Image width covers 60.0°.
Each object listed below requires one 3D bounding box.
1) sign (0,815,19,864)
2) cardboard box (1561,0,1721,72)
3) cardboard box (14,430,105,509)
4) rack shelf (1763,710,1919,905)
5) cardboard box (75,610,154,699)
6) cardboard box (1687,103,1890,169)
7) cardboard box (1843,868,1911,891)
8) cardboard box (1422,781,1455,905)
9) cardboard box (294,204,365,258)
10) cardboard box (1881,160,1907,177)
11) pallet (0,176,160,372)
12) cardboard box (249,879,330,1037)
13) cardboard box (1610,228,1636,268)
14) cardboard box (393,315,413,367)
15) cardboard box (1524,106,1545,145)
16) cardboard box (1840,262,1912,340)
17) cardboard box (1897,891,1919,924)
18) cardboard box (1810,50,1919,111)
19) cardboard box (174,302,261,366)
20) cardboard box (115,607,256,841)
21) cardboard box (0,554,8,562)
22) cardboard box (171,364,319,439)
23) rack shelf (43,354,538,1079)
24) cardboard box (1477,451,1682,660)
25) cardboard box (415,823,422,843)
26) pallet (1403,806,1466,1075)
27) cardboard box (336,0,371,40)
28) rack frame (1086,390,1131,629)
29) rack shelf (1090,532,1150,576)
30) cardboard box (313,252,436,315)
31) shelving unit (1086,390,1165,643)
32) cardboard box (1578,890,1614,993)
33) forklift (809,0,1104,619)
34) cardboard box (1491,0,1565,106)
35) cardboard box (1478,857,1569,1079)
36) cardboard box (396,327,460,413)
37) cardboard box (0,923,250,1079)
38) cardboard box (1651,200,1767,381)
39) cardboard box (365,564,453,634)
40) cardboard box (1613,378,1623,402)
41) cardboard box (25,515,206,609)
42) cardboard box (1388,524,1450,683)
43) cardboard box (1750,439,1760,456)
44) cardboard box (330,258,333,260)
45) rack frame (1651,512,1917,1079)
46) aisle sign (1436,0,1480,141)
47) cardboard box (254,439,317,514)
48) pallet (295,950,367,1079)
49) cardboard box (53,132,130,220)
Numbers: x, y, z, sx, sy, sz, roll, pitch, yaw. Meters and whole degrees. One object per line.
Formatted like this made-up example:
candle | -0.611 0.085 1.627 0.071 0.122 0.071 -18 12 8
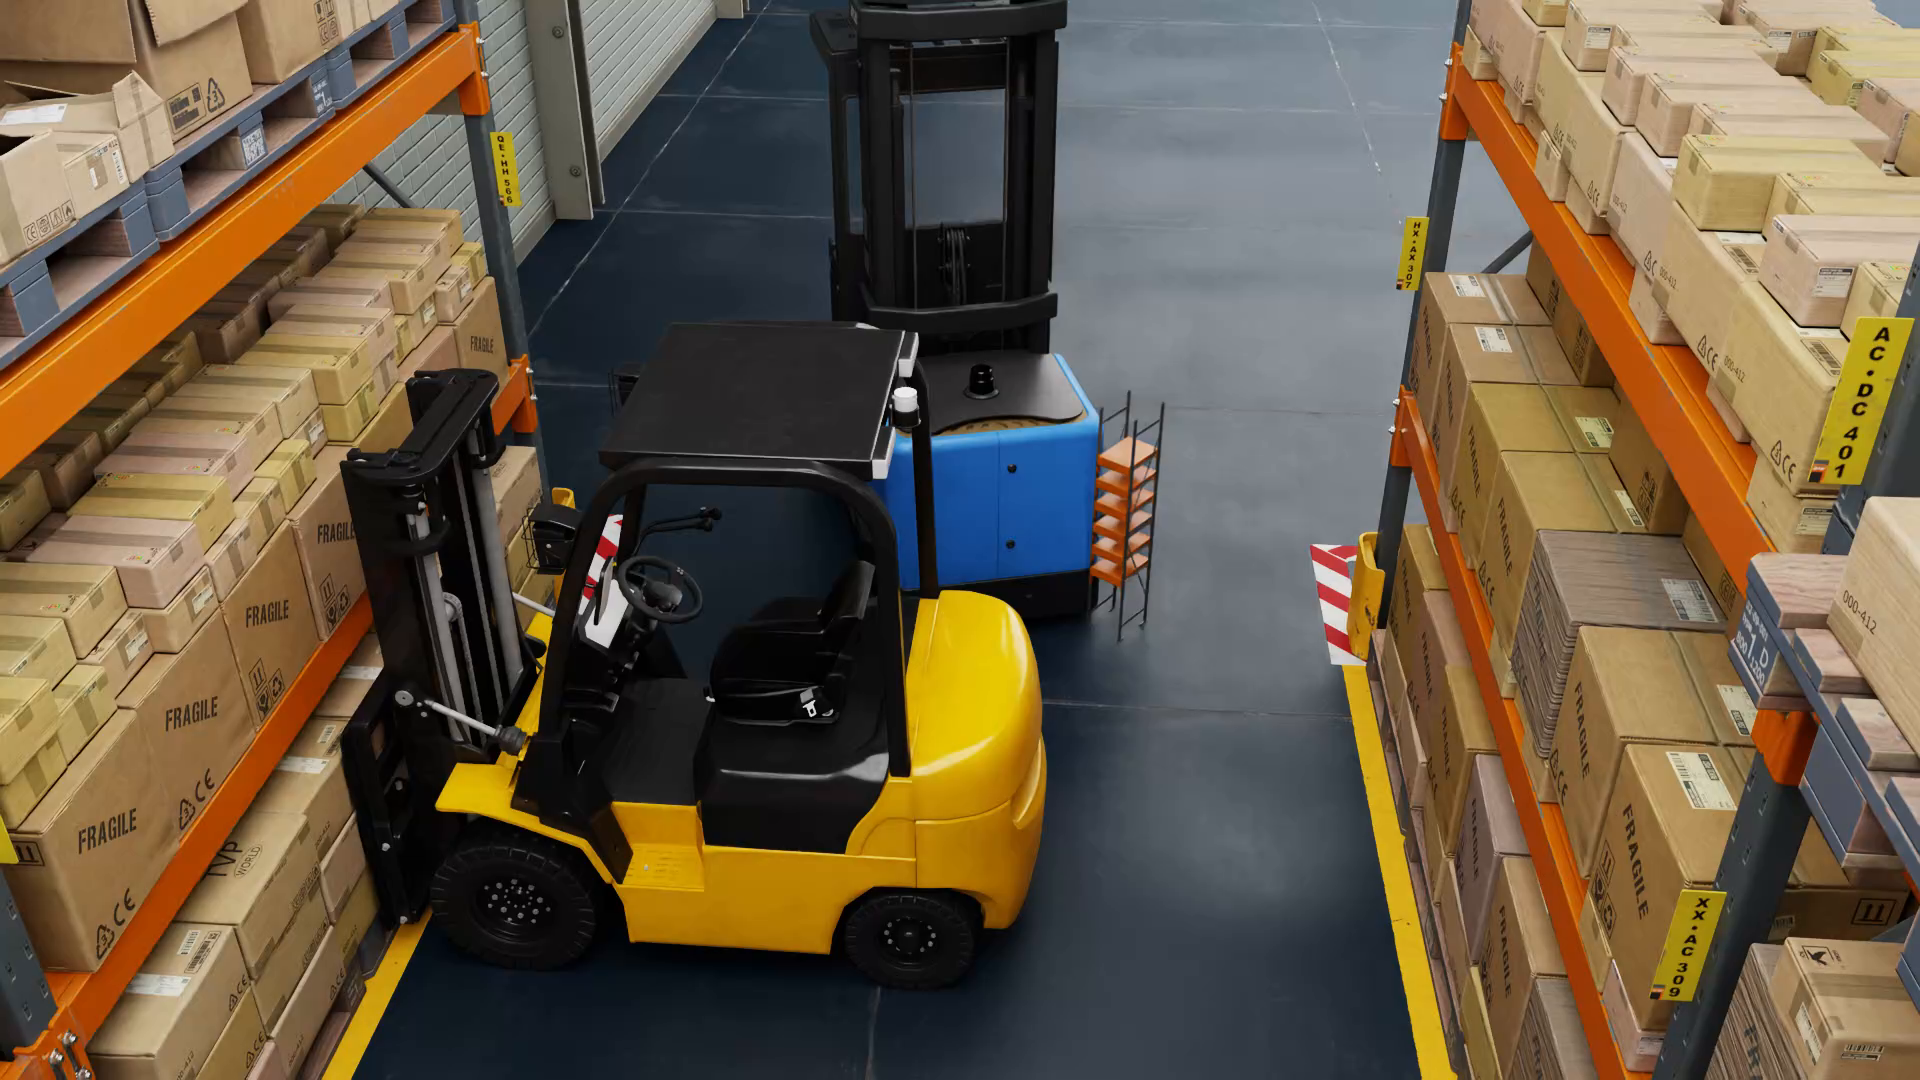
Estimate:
sign | -2.276 0.624 3.851 0.100 0.325 0.005 2 32 4
cardboard box | 2.015 -1.494 4.935 0.380 0.149 0.250 3 32 5
cardboard box | -2.956 -0.229 5.265 0.380 0.149 0.250 2 32 3
rack shelf | 1.967 1.350 1.527 1.077 0.370 4.000 2 32 4
cardboard box | -2.516 0.318 4.662 0.380 0.149 0.250 2 32 4
cardboard box | 2.008 -0.955 4.061 0.380 0.149 0.250 2 32 3
cardboard box | 2.382 0.459 3.814 0.700 0.500 0.500 2 32 3
cardboard box | 2.033 1.138 6.266 0.500 0.250 0.500 5 32 7
cardboard box | -2.732 -1.306 7.012 0.380 0.149 0.250 2 32 3
cardboard box | 2.525 -0.815 4.213 0.500 0.250 0.500 3 32 4
pallet | -2.774 -0.622 4.125 1.003 0.211 1.213 2 32 4
cardboard box | -2.431 1.341 5.460 0.500 0.250 0.500 2 32 4
cardboard box | 2.073 -0.877 4.695 0.380 0.149 0.250 2 32 4
cardboard box | -2.346 -0.755 6.403 0.380 0.149 0.250 2 32 4
cardboard box | 2.121 -1.418 5.573 0.380 0.149 0.250 2 32 4
cardboard box | 1.938 -0.410 3.176 0.380 0.149 0.250 3 32 5
cardboard box | 2.444 0.888 4.072 0.500 0.500 0.500 2 32 4
cardboard box | 2.525 -1.202 4.461 0.380 0.149 0.250 3 32 5
cardboard box | -2.826 -0.764 6.133 0.380 0.149 0.250 3 32 6
cardboard box | -2.495 0.528 4.938 0.500 0.500 0.500 3 32 5
cardboard box | -3.049 0.159 4.919 0.380 0.149 0.250 3 32 4
cardboard box | -2.430 -0.473 5.662 0.380 0.149 0.250 3 32 5
rack shelf | -2.655 0.325 6.049 1.077 0.370 4.000 2 32 4
cardboard box | 2.028 0.054 5.425 0.500 0.500 0.500 2 32 3
cardboard box | -2.335 1.018 6.460 0.500 0.250 0.500 3 32 6
pallet | 2.246 1.470 6.164 1.003 0.211 1.213 2 32 4
cardboard box | -2.277 -1.889 5.730 0.396 0.266 0.258 3 32 4
rack frame | 0.694 -0.127 7.807 0.006 1.200 0.240 24 39 32
rack shelf | 0.763 0.044 7.846 0.180 0.103 0.258 24 39 32
cardboard box | -2.294 -1.008 6.529 0.380 0.149 0.250 3 32 5
shelving unit | 0.765 -0.095 7.758 0.189 1.200 0.258 24 39 32
cardboard box | 1.866 1.070 4.394 0.380 0.149 0.250 3 32 5
forklift | -0.128 -1.570 8.504 1.130 2.935 3.031 -6 32 -10
cardboard box | 2.099 -1.642 5.556 0.500 0.250 0.500 2 32 3
cardboard box | 1.950 1.361 5.189 0.500 0.500 0.500 3 32 5
cardboard box | -2.322 -0.530 6.655 0.500 0.500 0.500 3 32 6
cardboard box | -2.465 1.391 4.901 0.500 0.250 0.500 2 32 3
cardboard box | 1.938 -0.571 3.819 0.500 0.250 0.500 2 32 3
cardboard box | -2.285 0.325 6.631 0.500 0.250 0.500 3 32 5
cardboard box | 2.644 -0.600 5.532 0.700 0.500 0.500 2 32 3
cardboard box | -2.429 0.061 4.795 0.380 0.149 0.250 3 32 5
cardboard box | 2.113 0.278 6.945 0.500 0.500 0.500 1 32 2
cardboard box | 1.960 -0.201 3.598 0.380 0.149 0.250 3 32 5
cardboard box | -2.778 -1.179 7.091 0.380 0.149 0.250 2 32 3
rack frame | 2.130 1.275 3.822 1.000 3.000 0.127 2 32 4
aisle sign | 2.152 -1.969 6.608 0.394 0.787 0.004 2 32 4
cardboard box | -2.384 -0.217 5.529 0.380 0.149 0.250 2 32 3
pallet | -2.711 1.838 5.566 1.003 0.211 1.213 2 32 4
cardboard box | -2.416 -0.950 4.317 0.380 0.149 0.250 3 32 5
